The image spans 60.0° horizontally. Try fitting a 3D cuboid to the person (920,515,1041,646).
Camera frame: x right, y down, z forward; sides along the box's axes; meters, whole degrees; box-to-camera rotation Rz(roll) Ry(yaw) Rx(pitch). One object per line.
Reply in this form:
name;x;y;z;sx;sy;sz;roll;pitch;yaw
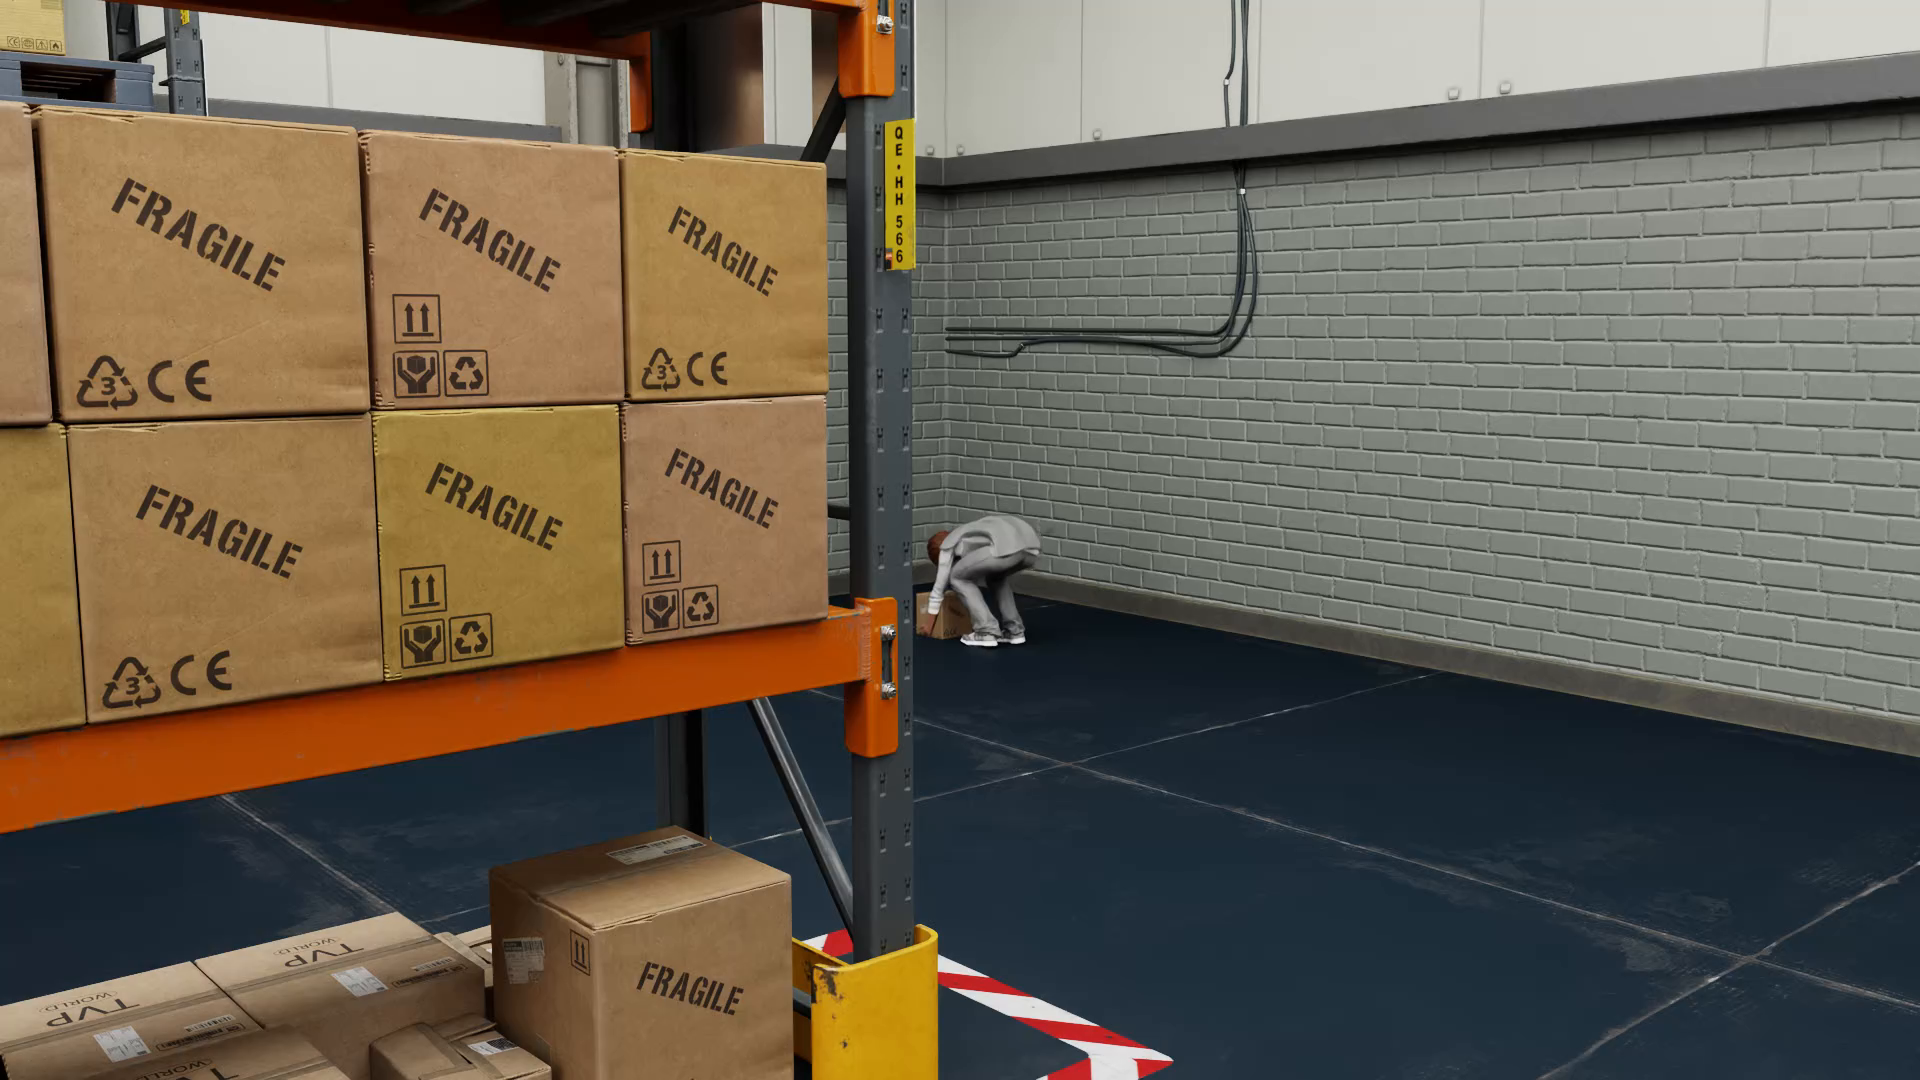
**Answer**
person;0.118;0.238;10.129;0.425;0.808;0.864;-7;10;-43
